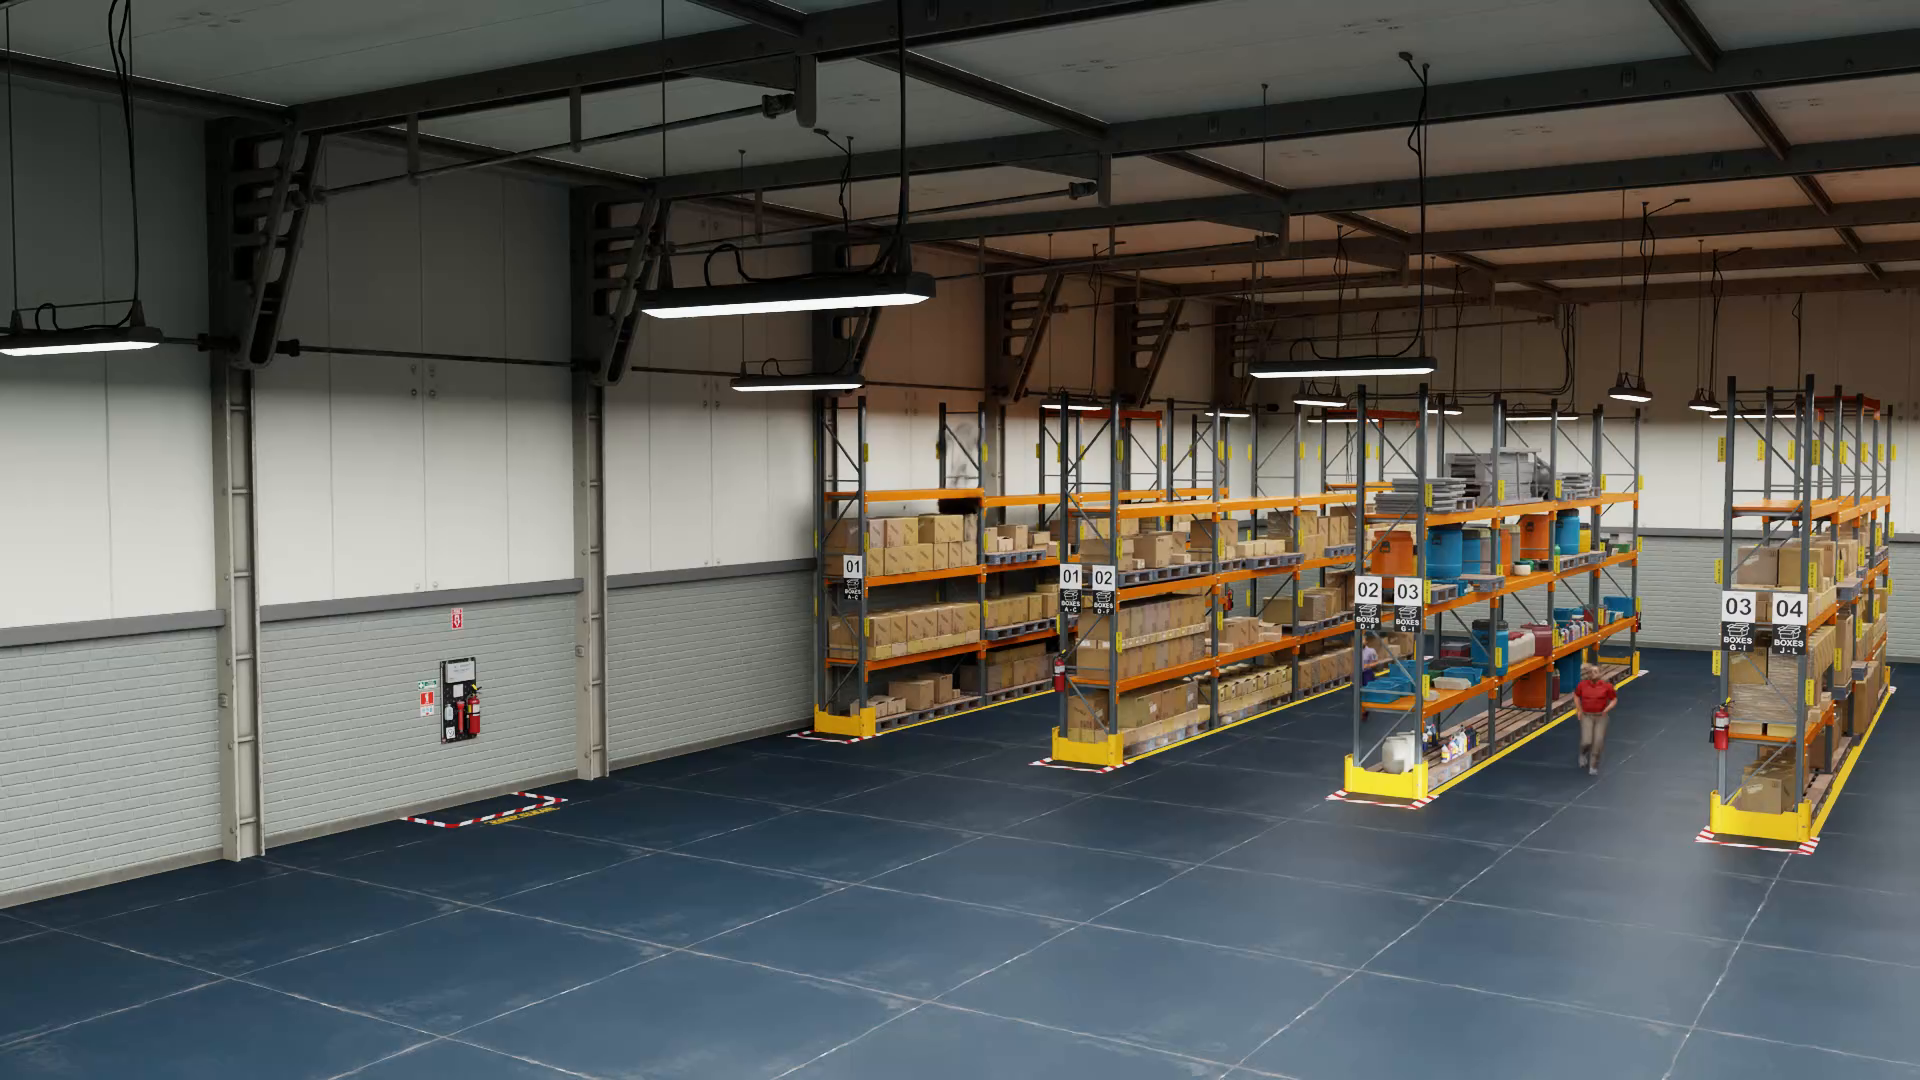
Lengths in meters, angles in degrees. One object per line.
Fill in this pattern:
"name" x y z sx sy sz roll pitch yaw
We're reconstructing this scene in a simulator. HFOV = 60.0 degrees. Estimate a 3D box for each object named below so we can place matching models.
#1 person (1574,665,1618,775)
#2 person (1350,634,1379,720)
"person" 9.899 2.801 25.927 0.648 1.697 0.630 1 3 23
"person" 7.480 2.572 30.912 0.580 1.638 0.622 2 3 30
